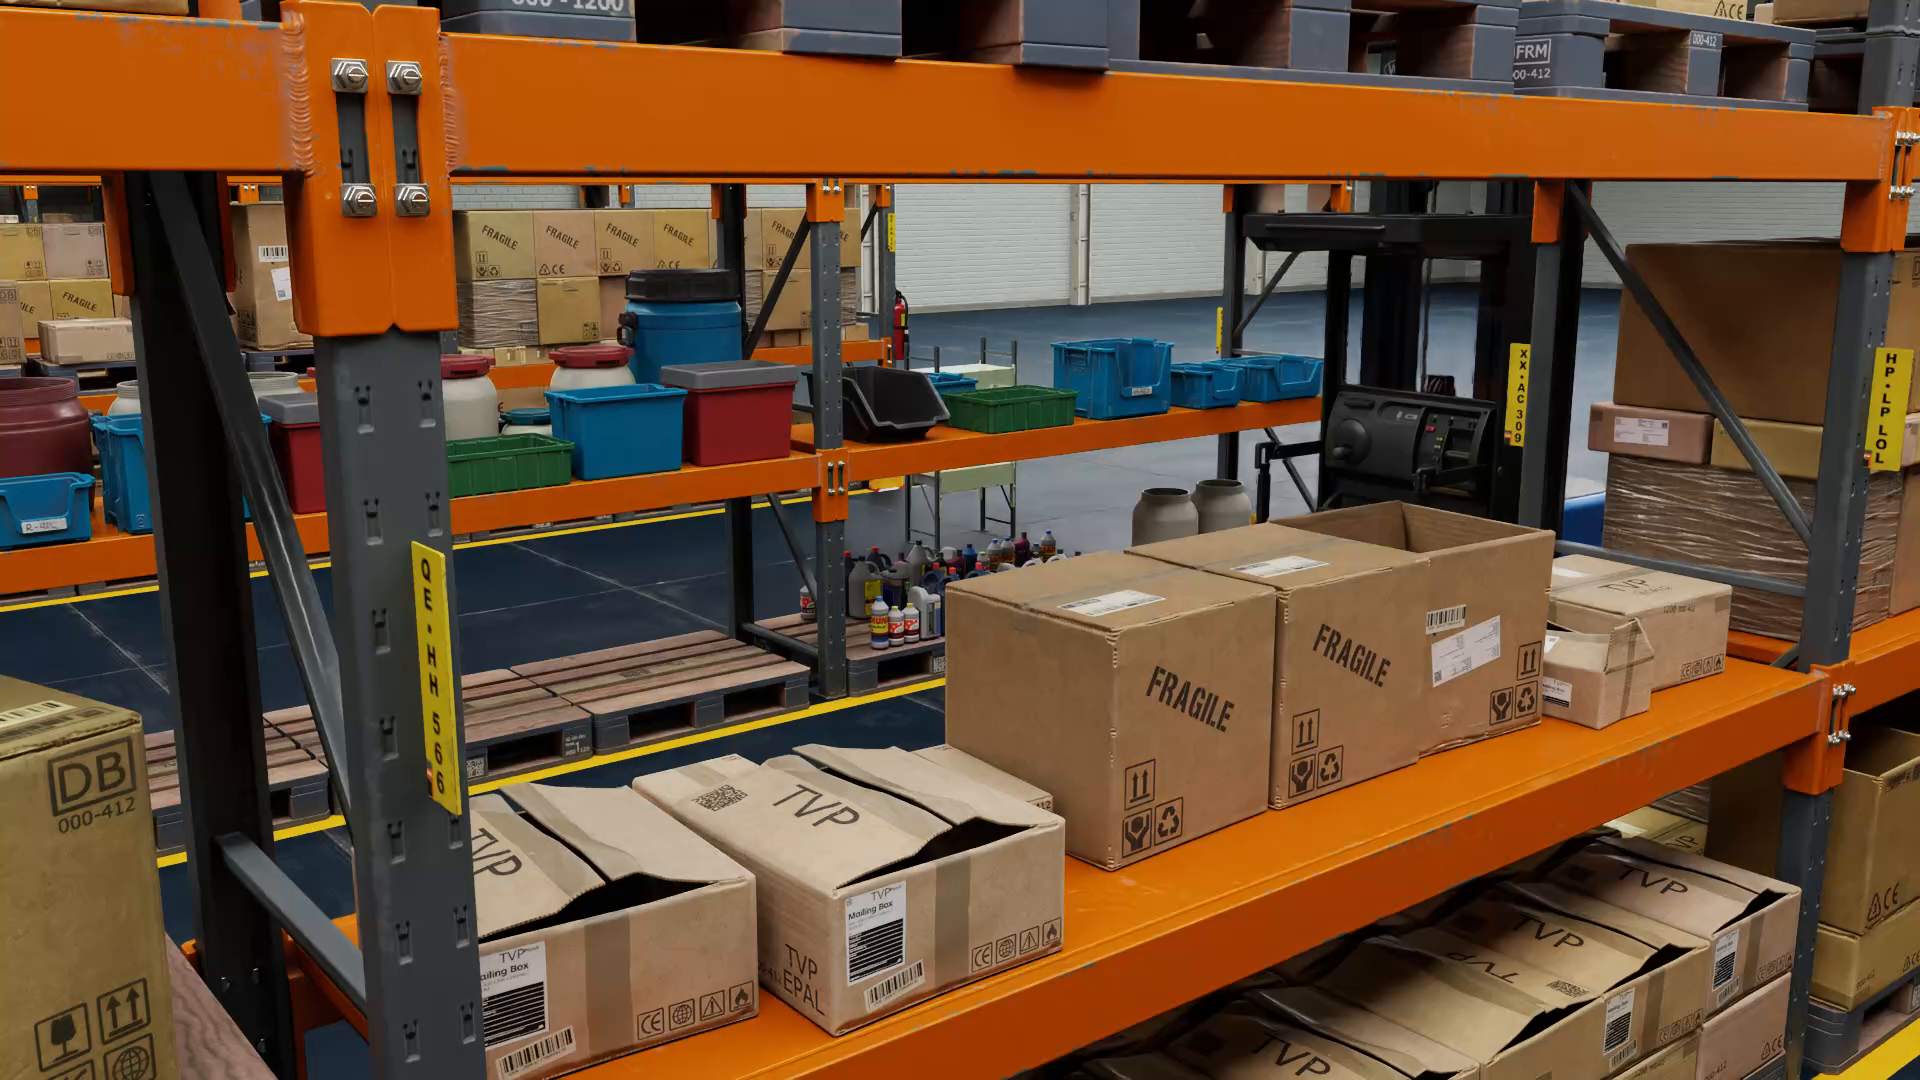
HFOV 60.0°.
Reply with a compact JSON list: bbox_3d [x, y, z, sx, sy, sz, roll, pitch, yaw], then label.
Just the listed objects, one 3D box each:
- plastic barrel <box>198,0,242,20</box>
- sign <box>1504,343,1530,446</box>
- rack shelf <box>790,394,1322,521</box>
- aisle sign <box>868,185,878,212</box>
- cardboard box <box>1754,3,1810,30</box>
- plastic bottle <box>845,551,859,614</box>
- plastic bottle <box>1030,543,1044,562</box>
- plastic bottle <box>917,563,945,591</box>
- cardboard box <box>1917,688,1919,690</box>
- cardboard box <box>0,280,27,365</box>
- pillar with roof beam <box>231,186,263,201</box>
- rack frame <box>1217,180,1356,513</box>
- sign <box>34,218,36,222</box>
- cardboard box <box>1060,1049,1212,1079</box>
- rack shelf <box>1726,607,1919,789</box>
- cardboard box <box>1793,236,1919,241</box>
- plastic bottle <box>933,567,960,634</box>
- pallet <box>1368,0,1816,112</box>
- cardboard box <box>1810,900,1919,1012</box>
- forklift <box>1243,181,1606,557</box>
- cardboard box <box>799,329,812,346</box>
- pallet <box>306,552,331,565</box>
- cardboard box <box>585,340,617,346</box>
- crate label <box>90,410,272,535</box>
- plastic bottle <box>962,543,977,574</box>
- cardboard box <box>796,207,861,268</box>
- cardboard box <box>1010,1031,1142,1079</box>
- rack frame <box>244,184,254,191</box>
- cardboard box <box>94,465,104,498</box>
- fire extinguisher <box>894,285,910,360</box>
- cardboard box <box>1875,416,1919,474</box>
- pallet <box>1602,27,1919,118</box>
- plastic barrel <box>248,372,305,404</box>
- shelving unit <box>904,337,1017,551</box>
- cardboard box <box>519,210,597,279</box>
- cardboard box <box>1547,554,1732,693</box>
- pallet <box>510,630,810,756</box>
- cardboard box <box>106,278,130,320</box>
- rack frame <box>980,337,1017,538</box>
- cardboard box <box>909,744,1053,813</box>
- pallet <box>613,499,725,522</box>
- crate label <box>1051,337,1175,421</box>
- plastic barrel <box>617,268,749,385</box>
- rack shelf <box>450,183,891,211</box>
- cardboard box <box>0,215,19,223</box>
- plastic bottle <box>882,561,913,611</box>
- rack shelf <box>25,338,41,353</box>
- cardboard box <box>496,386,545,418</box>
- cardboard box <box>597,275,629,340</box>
[{"bbox_3d":[-2.787,-2.028,6.705,0.708,0.830,0.600,-9,15,-38],"label":"plastic barrel"},{"bbox_3d":[1.792,-0.462,5.308,0.005,0.325,0.100,-9,15,-38],"label":"sign"},{"bbox_3d":[0.610,-0.622,10.066,4.000,0.370,1.077,-9,15,-38],"label":"rack shelf"},{"bbox_3d":[-0.686,-3.267,14.536,0.004,0.787,0.394,-9,15,-38],"label":"aisle sign"},{"bbox_3d":[2.911,-1.729,5.586,0.250,0.149,0.380,-9,15,-38],"label":"cardboard box"},{"bbox_3d":[-0.629,0.236,9.612,0.185,0.351,0.144,-10,16,-39],"label":"plastic bottle"},{"bbox_3d":[0.481,0.119,10.525,0.097,0.201,0.097,0,12,0],"label":"plastic bottle"},{"bbox_3d":[-0.152,0.306,9.285,0.185,0.351,0.144,-9,15,-38],"label":"plastic bottle"},{"bbox_3d":[3.479,0.724,5.803,0.500,0.500,0.500,-9,15,-38],"label":"cardboard box"},{"bbox_3d":[-6.399,-1.418,10.832,0.500,0.500,0.700,-7,14,-29],"label":"cardboard box"},{"bbox_3d":[-8.634,-6.740,22.707,0.400,9.000,9.100,-9,15,-38],"label":"pillar with roof beam"},{"bbox_3d":[2.172,-1.233,11.214,0.127,3.000,1.000,-9,15,-38],"label":"rack frame"},{"bbox_3d":[-12.994,-4.370,23.391,0.005,0.325,0.100,-9,15,-38],"label":"sign"},{"bbox_3d":[0.414,1.319,3.456,0.500,0.311,0.500,-10,16,-39],"label":"cardboard box"},{"bbox_3d":[3.702,0.182,6.280,4.000,0.370,1.077,-9,15,-38],"label":"rack shelf"},{"bbox_3d":[3.268,-0.783,5.730,0.500,0.500,0.700,-9,15,-38],"label":"cardboard box"},{"bbox_3d":[-0.062,0.329,9.175,0.185,0.351,0.144,-9,15,-36],"label":"plastic bottle"},{"bbox_3d":[1.460,-1.167,4.143,1.217,0.209,0.805,-10,16,-40],"label":"pallet"},{"bbox_3d":[2.692,1.219,5.277,0.500,0.250,0.500,-9,15,-38],"label":"cardboard box"},{"bbox_3d":[2.052,-0.547,8.151,3.031,2.935,1.130,-9,15,-36],"label":"forklift"},{"bbox_3d":[-1.374,-1.770,14.347,0.250,0.149,0.380,-9,15,-38],"label":"cardboard box"},{"bbox_3d":[-4.653,-0.052,12.365,1.213,0.211,1.003,-9,15,-38],"label":"pallet"},{"bbox_3d":[-2.898,-1.500,13.078,0.250,0.149,0.380,-9,15,-38],"label":"cardboard box"},{"bbox_3d":[-3.130,-0.297,6.722,0.616,0.435,0.502,-9,15,-38],"label":"crate label"},{"bbox_3d":[0.058,0.155,10.187,0.097,0.271,0.097,0,12,0],"label":"plastic bottle"},{"bbox_3d":[-1.197,-2.608,14.327,0.500,0.500,0.500,-9,15,-38],"label":"cardboard box"},{"bbox_3d":[0.070,1.233,3.860,0.500,0.311,0.500,-10,15,-38],"label":"cardboard box"},{"bbox_3d":[-7.065,-2.335,16.403,0.127,3.000,1.000,-9,15,-38],"label":"rack frame"},{"bbox_3d":[-5.795,-0.230,11.447,0.500,0.500,0.700,-8,14,-33],"label":"cardboard box"},{"bbox_3d":[-0.545,-1.939,14.723,0.183,0.674,0.296,-9,15,-38],"label":"fire extinguisher"},{"bbox_3d":[2.667,-0.312,5.076,0.250,0.149,0.380,-9,15,-37],"label":"cardboard box"},{"bbox_3d":[2.790,-1.449,5.222,1.213,0.211,1.003,-9,15,-38],"label":"pallet"},{"bbox_3d":[-3.076,-0.472,7.363,0.421,0.512,0.421,0,12,0],"label":"plastic barrel"},{"bbox_3d":[0.005,-0.735,12.477,0.755,1.500,0.431,-9,15,-38],"label":"shelving unit"},{"bbox_3d":[-3.146,-2.283,12.795,0.500,0.500,0.500,-9,15,-38],"label":"cardboard box"},{"bbox_3d":[1.783,0.234,4.665,0.500,0.250,0.500,-8,15,-34],"label":"cardboard box"},{"bbox_3d":[-1.540,0.758,8.549,1.213,0.211,1.003,-9,15,-38],"label":"pallet"},{"bbox_3d":[-7.700,-2.207,15.561,0.500,0.500,0.500,-10,15,-38],"label":"cardboard box"},{"bbox_3d":[0.291,-0.782,12.701,0.023,1.500,0.400,-9,15,-38],"label":"rack frame"},{"bbox_3d":[-0.023,0.557,3.388,0.250,0.149,0.380,-8,14,-34],"label":"cardboard box"},{"bbox_3d":[-2.590,-0.405,14.029,1.213,0.211,1.003,-9,15,-38],"label":"pallet"},{"bbox_3d":[0.904,-0.968,9.879,0.616,0.435,0.502,-9,15,-38],"label":"crate label"},{"bbox_3d":[-1.442,-0.958,8.713,0.708,0.901,0.600,-9,15,-38],"label":"plastic barrel"},{"bbox_3d":[-2.484,-2.892,13.538,4.000,0.370,1.077,-9,15,-38],"label":"rack shelf"},{"bbox_3d":[-10.986,-3.654,19.084,0.250,0.149,0.380,-10,16,-39],"label":"cardboard box"},{"bbox_3d":[-0.366,0.269,9.640,0.135,0.276,0.152,-9,15,-38],"label":"plastic bottle"},{"bbox_3d":[-8.627,-1.723,15.255,4.000,0.370,1.077,-9,15,-38],"label":"rack shelf"},{"bbox_3d":[-5.116,-1.807,18.020,0.875,0.875,0.875,-10,15,-39],"label":"cardboard box"},{"bbox_3d":[-2.916,-1.900,13.400,0.500,0.500,0.875,-9,15,-38],"label":"cardboard box"}]
